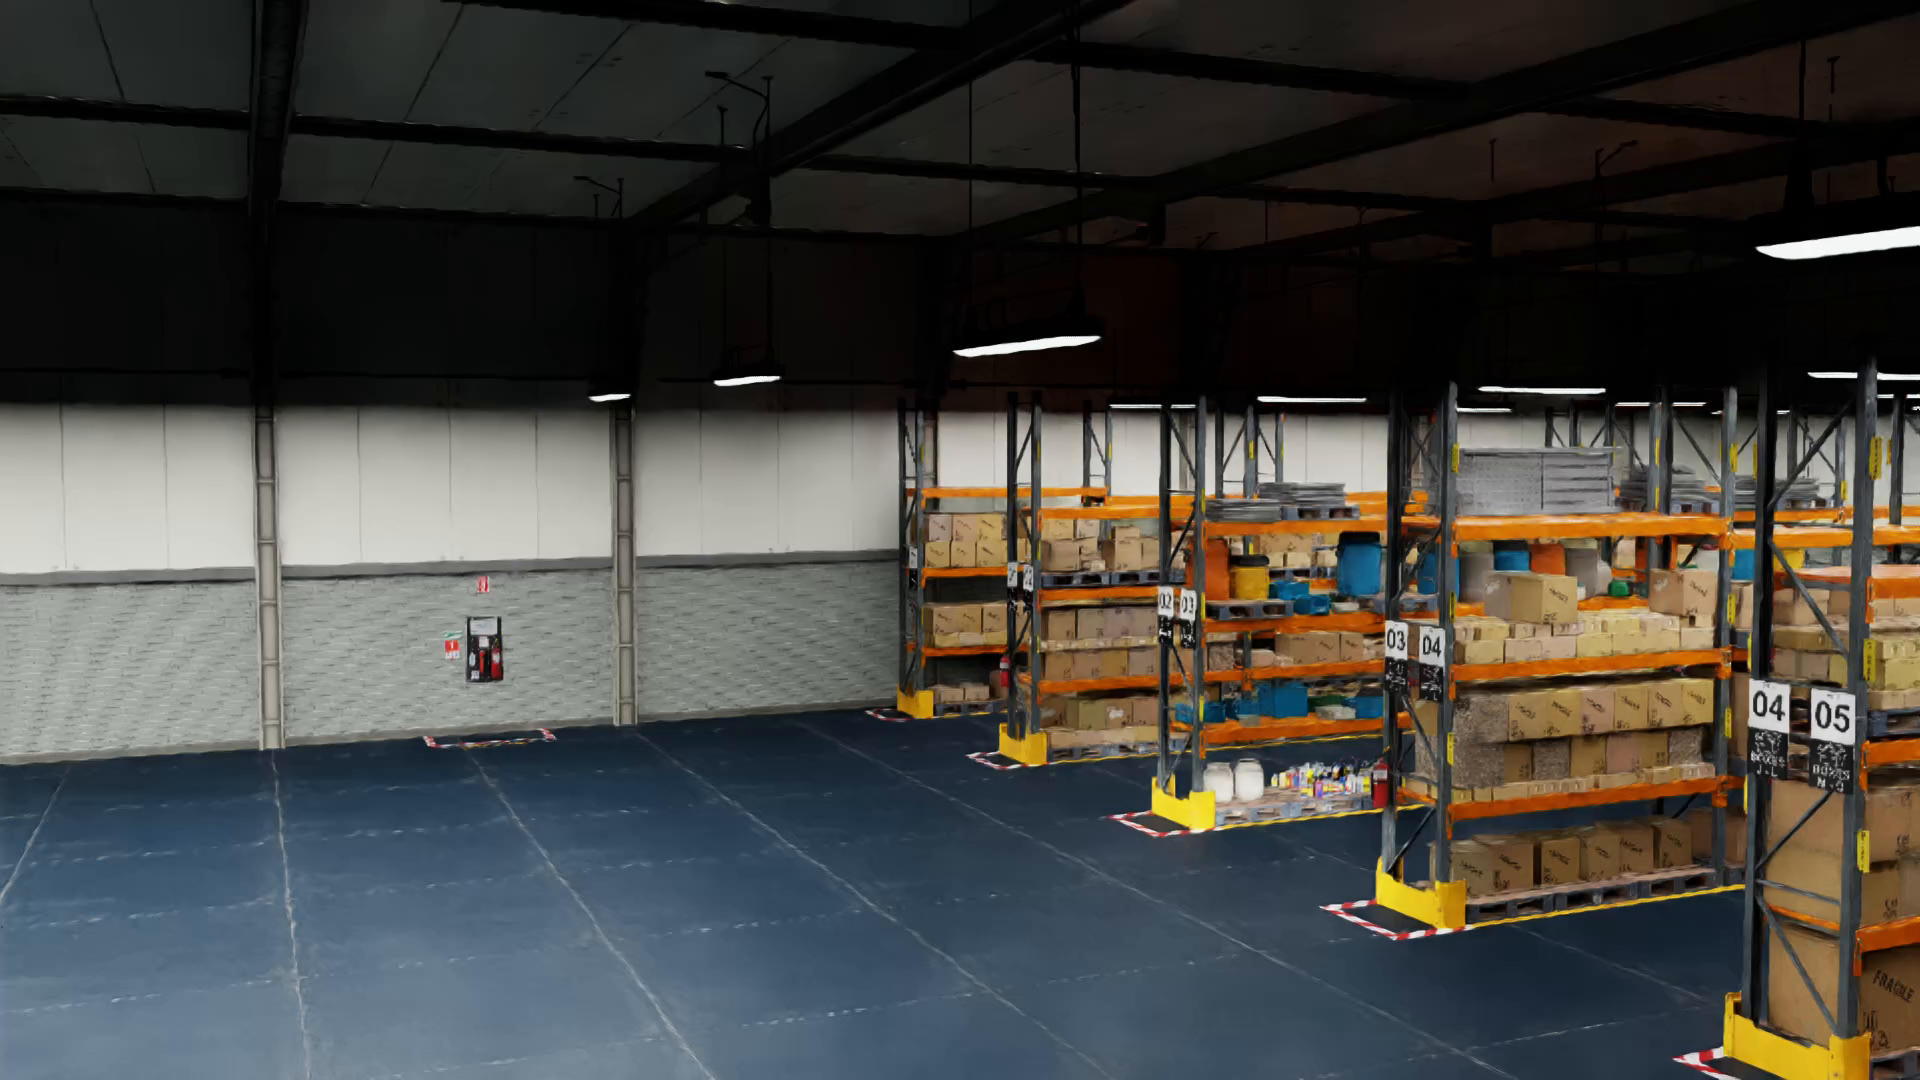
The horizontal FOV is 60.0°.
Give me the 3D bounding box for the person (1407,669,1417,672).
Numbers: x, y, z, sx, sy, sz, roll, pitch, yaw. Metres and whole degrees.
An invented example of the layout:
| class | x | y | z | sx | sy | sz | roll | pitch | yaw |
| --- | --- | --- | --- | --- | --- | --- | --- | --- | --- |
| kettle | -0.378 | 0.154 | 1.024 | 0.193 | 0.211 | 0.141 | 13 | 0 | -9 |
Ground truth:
| class | x | y | z | sx | sy | sz | roll | pitch | yaw |
| --- | --- | --- | --- | --- | --- | --- | --- | --- | --- |
| person | 8.887 | 2.411 | 33.184 | 1.019 | 1.611 | 0.456 | -2 | 4 | -24 |
